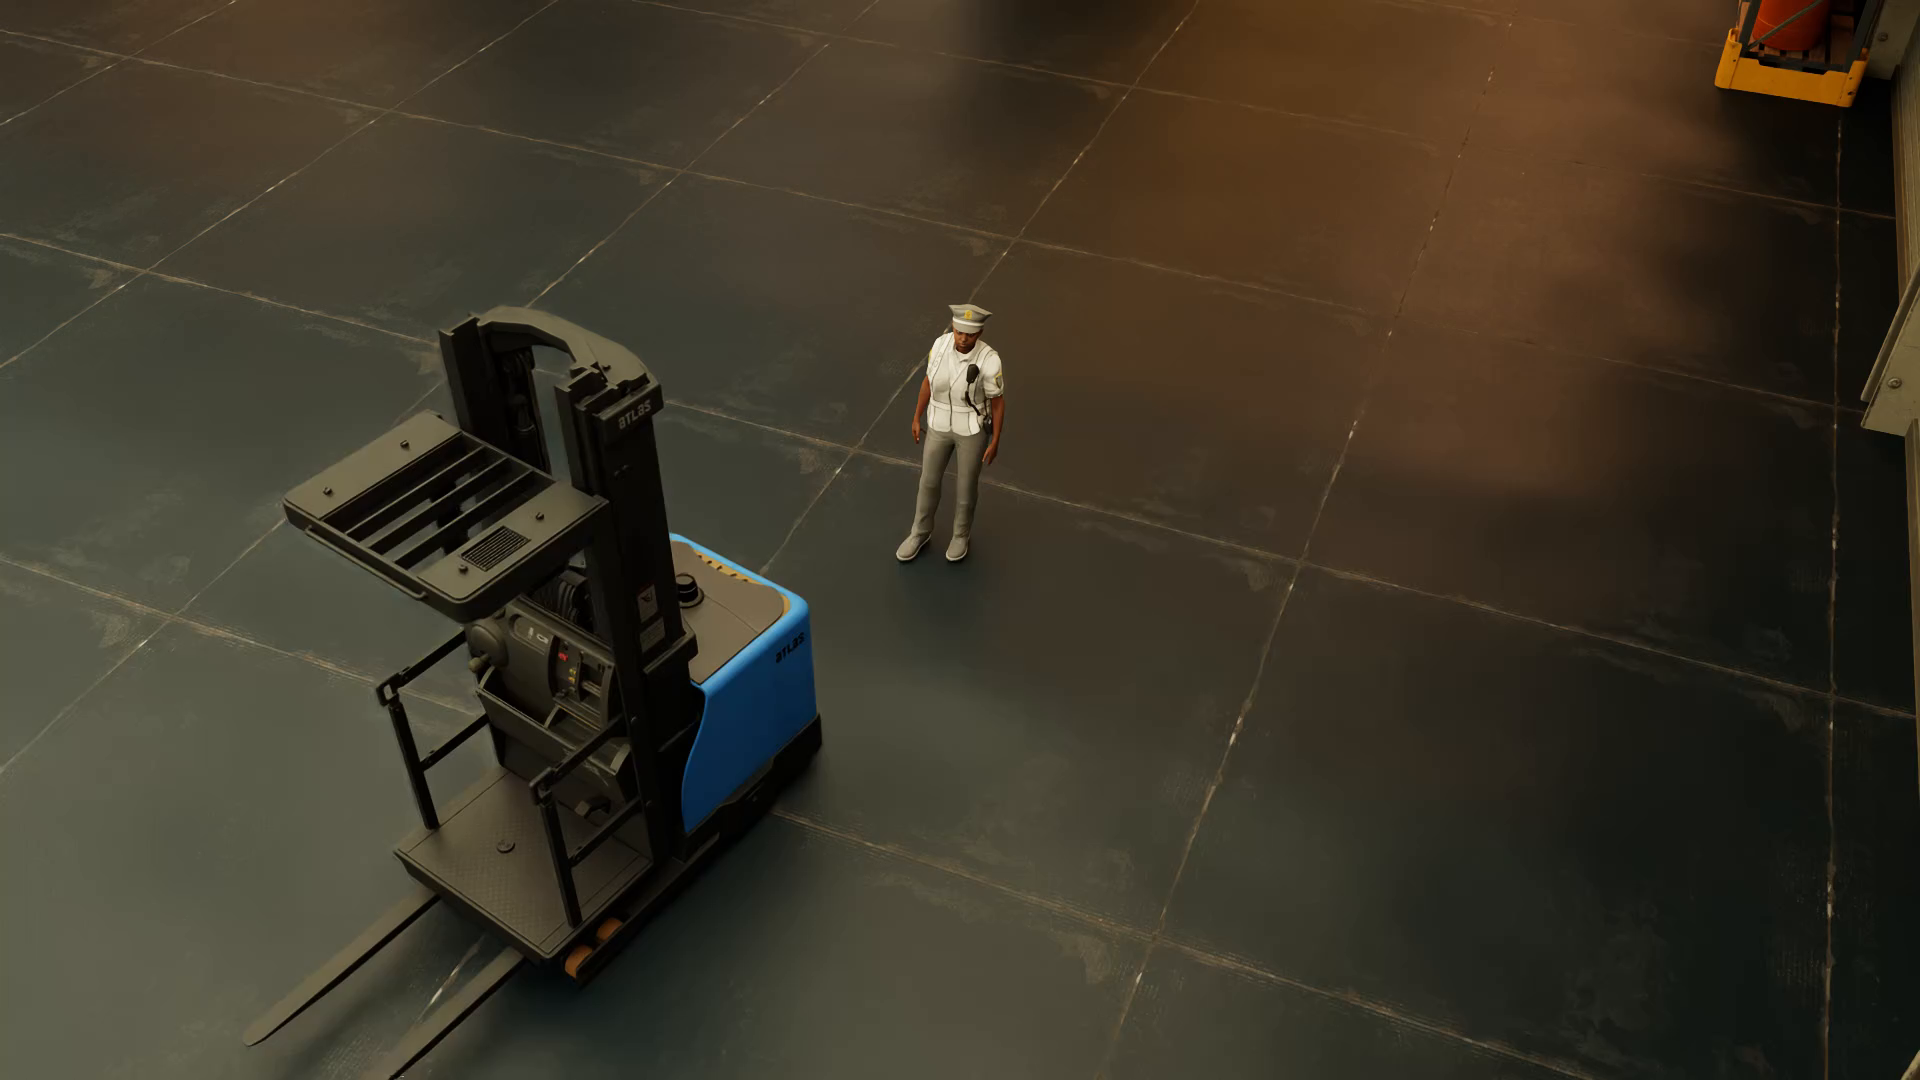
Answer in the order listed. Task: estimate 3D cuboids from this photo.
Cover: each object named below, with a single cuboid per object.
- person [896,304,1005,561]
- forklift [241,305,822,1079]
[{"bbox_3d":[-0.047,-0.616,9.694,0.569,1.695,0.530,15,42,17],"label":"person"},{"bbox_3d":[-2.008,0.586,7.306,1.130,2.935,3.031,25,46,27],"label":"forklift"}]
